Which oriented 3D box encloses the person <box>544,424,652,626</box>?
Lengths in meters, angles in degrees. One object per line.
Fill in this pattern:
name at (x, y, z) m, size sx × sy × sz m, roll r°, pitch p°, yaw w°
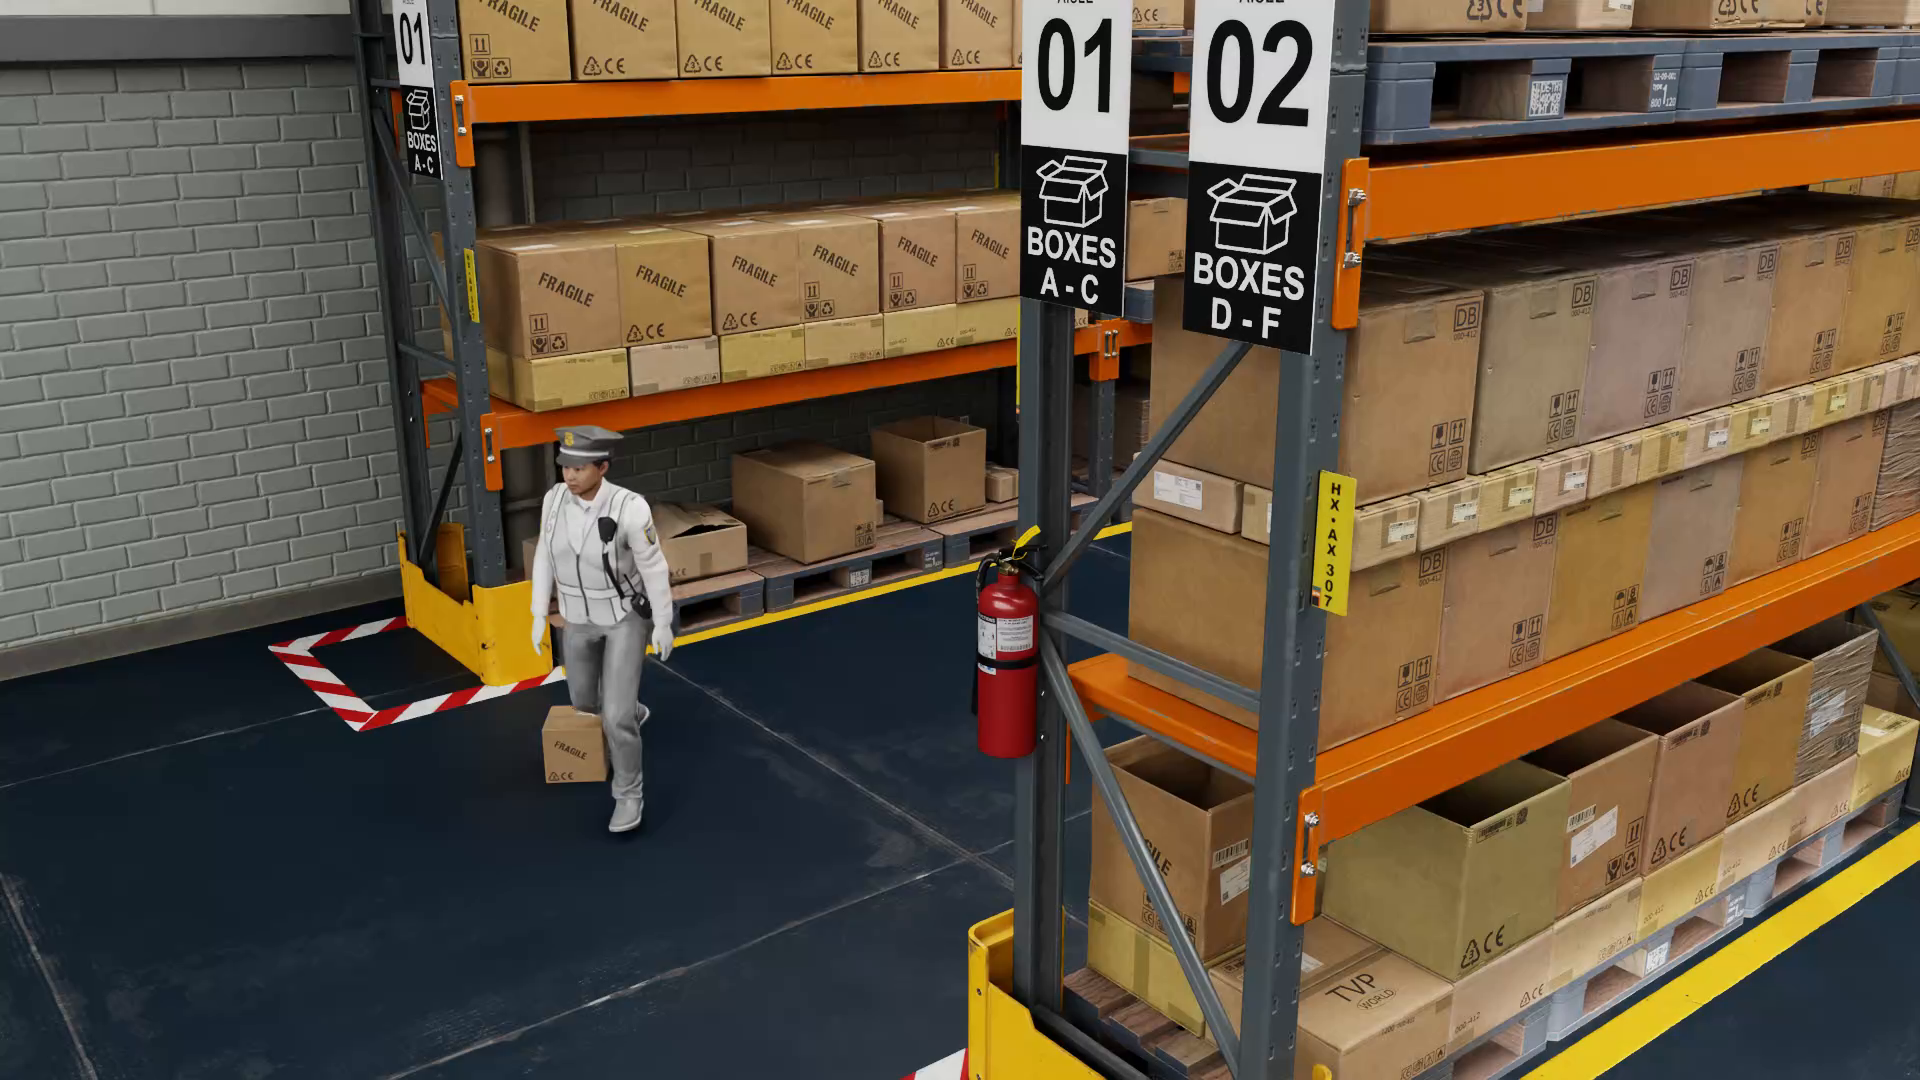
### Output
person at (-1.398, -0.075, 6.396) m, size 0.375 × 0.794 × 0.377 m, roll 6°, pitch 19°, yaw 18°
